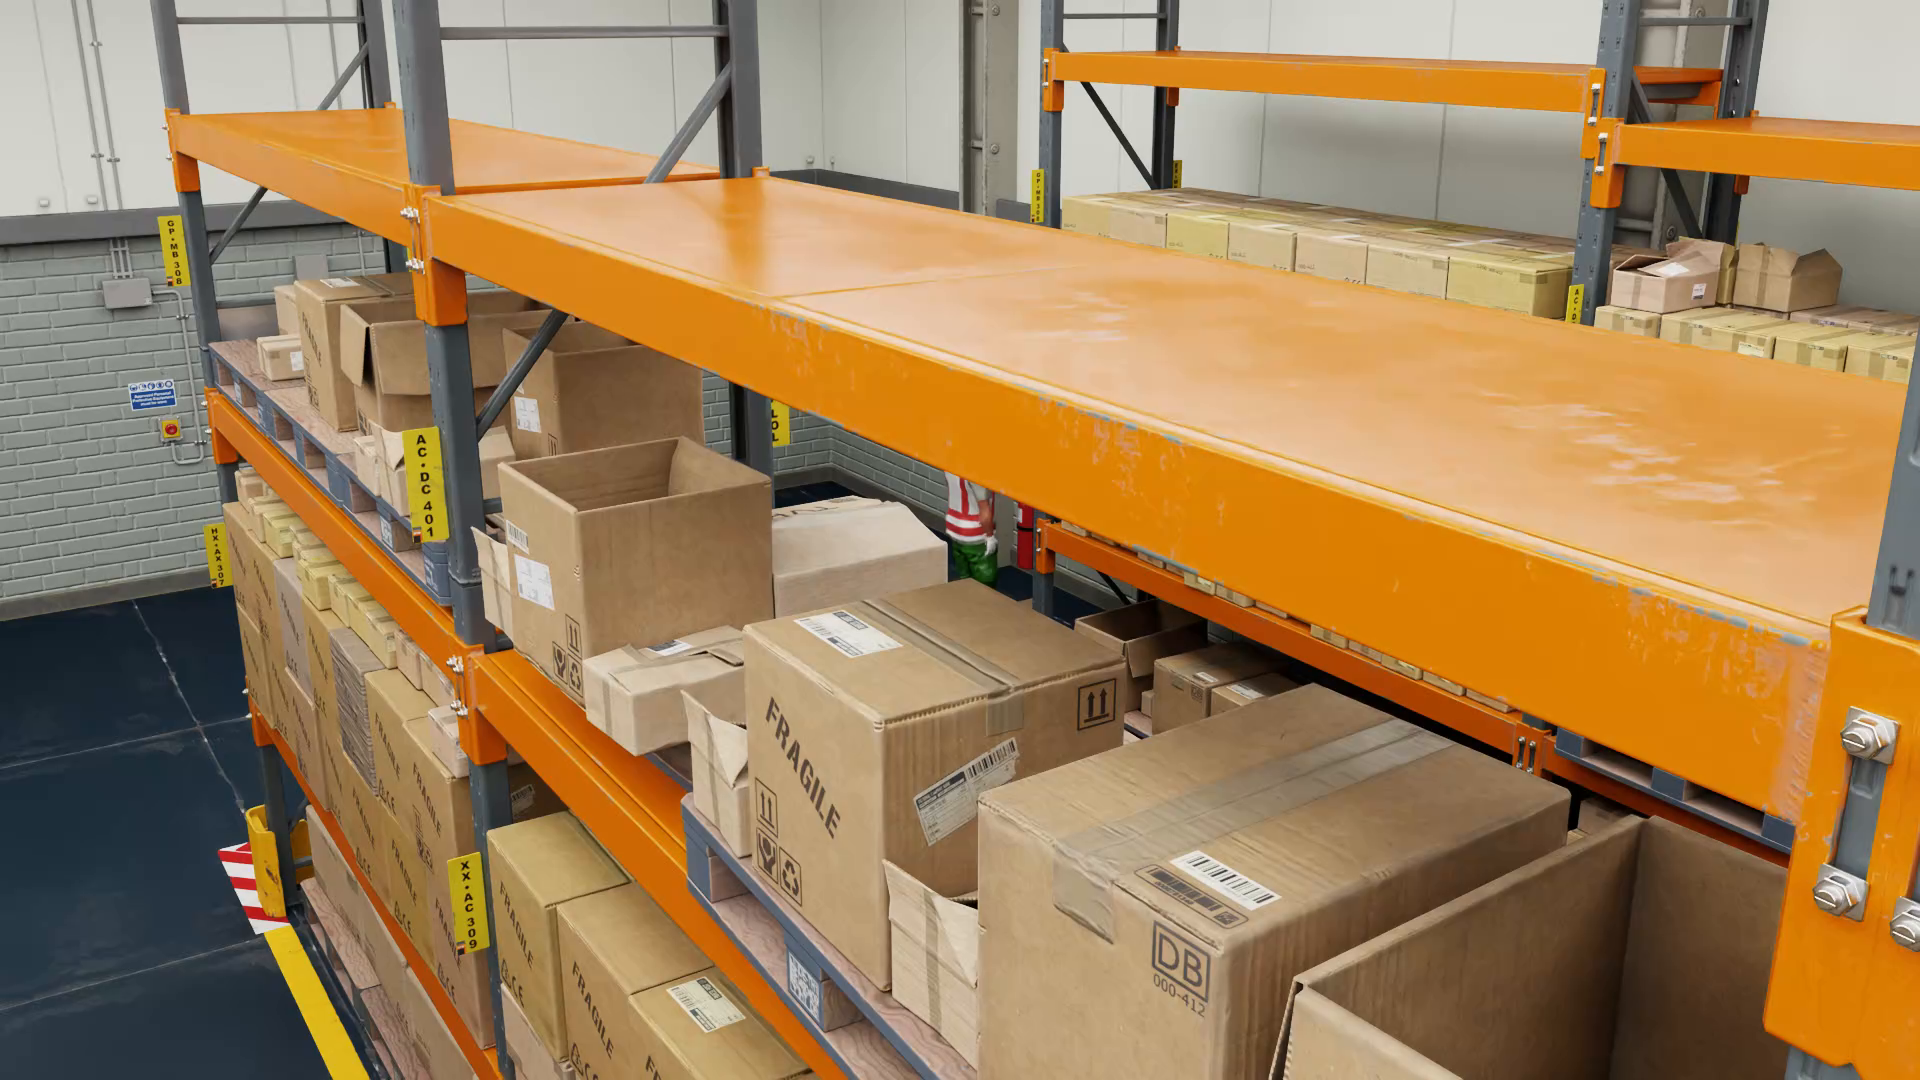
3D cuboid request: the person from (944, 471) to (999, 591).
[{"bbox_3d":[0.103,-0.033,12.152,0.388,1.766,0.533,-10,20,-28],"label":"person"}]
